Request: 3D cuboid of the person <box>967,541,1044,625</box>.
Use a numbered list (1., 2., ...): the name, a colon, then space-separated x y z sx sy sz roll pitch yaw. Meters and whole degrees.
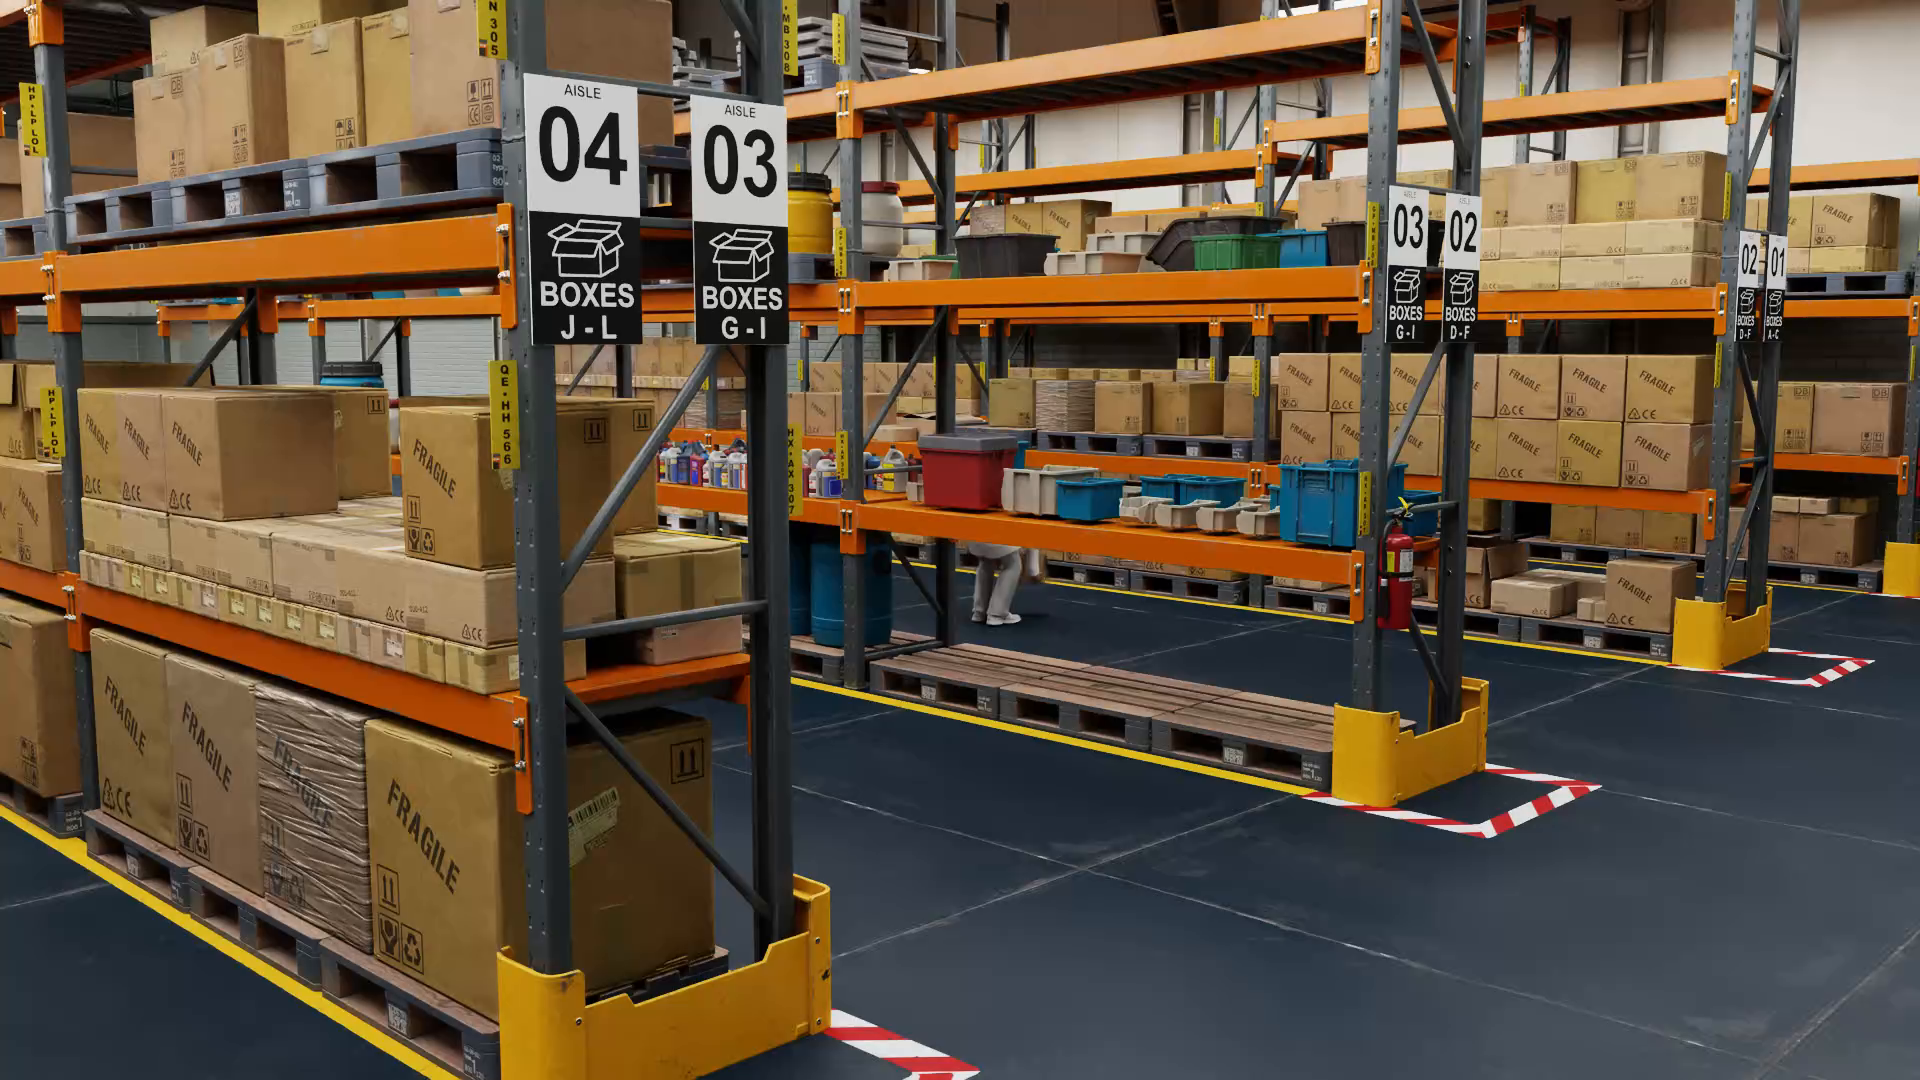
1. person: 0.426 0.119 14.422 0.557 1.157 0.945 6 9 41
